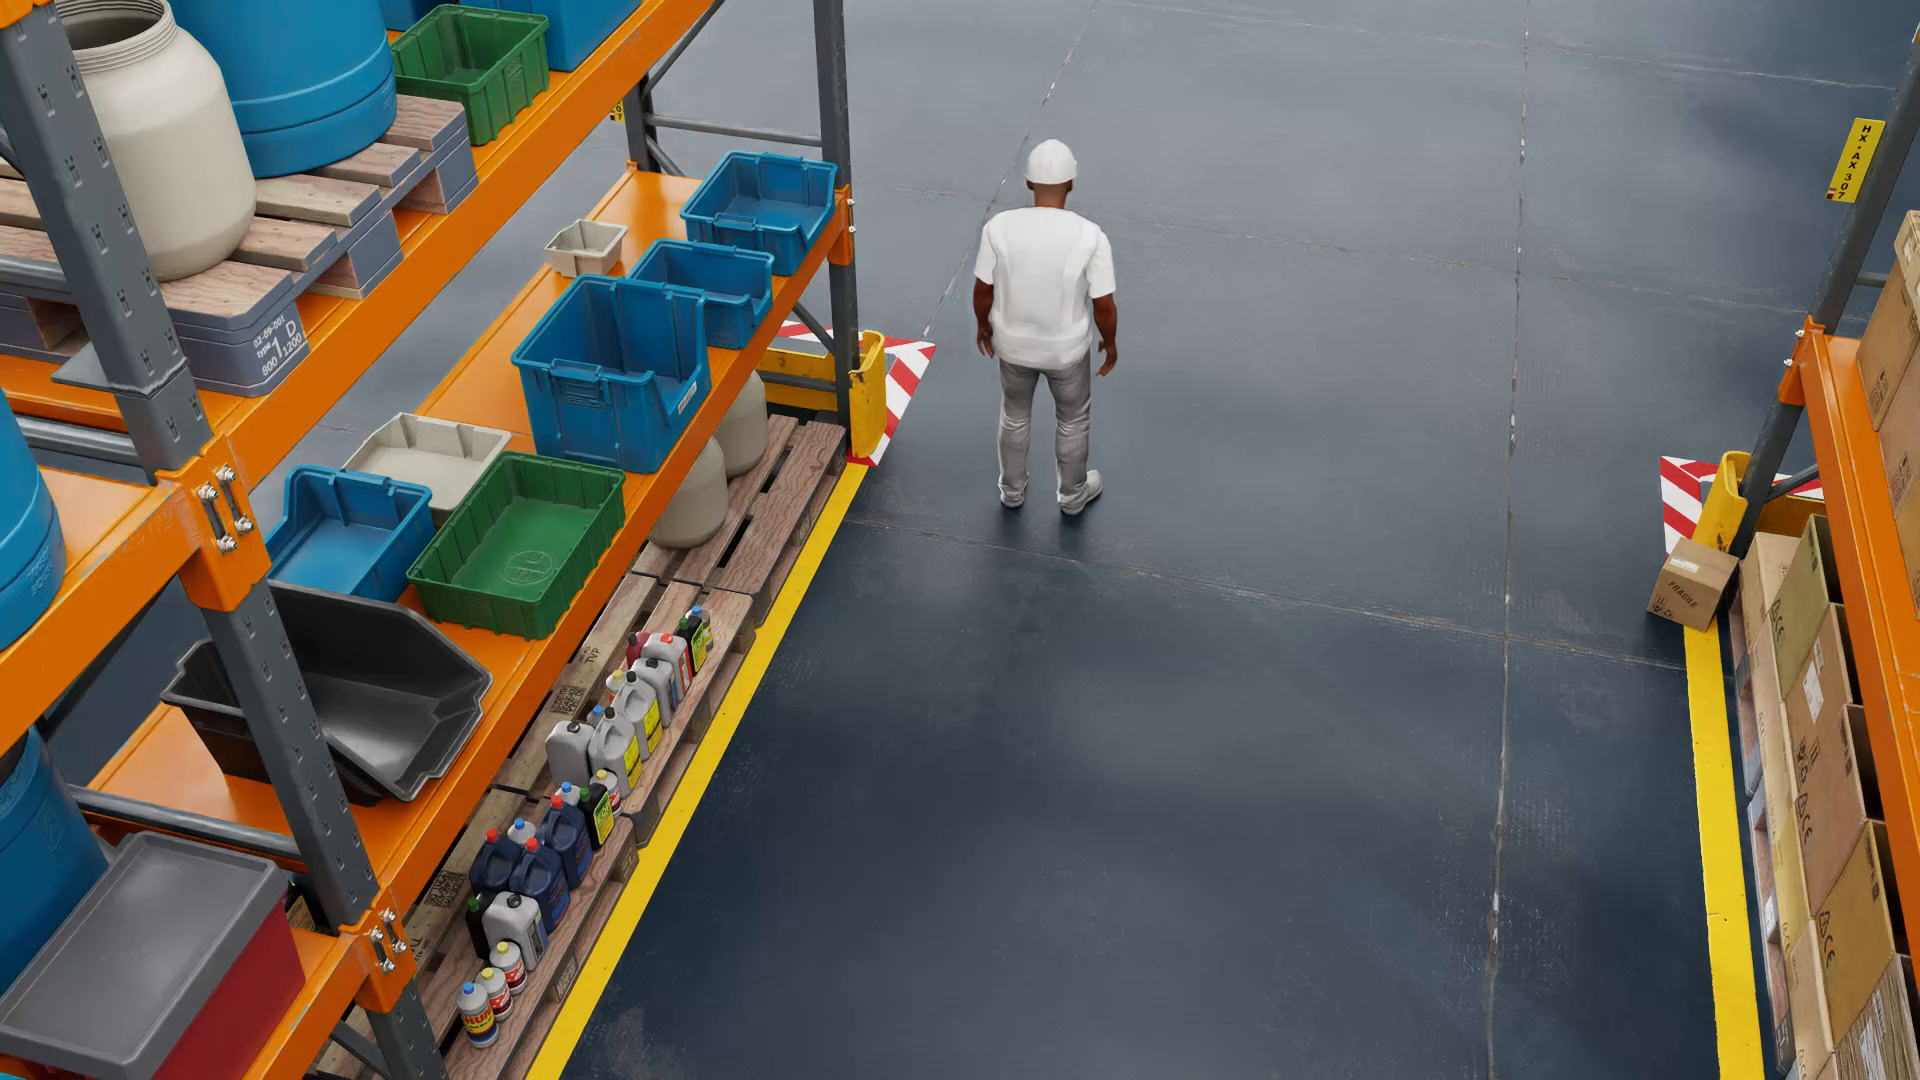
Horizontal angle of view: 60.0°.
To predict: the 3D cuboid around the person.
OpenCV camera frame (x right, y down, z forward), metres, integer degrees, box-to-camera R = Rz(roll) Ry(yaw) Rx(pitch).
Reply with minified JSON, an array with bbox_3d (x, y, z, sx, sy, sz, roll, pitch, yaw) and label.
[{"bbox_3d":[0.369,-0.876,7.159,0.628,1.761,0.456,10,42,12],"label":"person"}]
